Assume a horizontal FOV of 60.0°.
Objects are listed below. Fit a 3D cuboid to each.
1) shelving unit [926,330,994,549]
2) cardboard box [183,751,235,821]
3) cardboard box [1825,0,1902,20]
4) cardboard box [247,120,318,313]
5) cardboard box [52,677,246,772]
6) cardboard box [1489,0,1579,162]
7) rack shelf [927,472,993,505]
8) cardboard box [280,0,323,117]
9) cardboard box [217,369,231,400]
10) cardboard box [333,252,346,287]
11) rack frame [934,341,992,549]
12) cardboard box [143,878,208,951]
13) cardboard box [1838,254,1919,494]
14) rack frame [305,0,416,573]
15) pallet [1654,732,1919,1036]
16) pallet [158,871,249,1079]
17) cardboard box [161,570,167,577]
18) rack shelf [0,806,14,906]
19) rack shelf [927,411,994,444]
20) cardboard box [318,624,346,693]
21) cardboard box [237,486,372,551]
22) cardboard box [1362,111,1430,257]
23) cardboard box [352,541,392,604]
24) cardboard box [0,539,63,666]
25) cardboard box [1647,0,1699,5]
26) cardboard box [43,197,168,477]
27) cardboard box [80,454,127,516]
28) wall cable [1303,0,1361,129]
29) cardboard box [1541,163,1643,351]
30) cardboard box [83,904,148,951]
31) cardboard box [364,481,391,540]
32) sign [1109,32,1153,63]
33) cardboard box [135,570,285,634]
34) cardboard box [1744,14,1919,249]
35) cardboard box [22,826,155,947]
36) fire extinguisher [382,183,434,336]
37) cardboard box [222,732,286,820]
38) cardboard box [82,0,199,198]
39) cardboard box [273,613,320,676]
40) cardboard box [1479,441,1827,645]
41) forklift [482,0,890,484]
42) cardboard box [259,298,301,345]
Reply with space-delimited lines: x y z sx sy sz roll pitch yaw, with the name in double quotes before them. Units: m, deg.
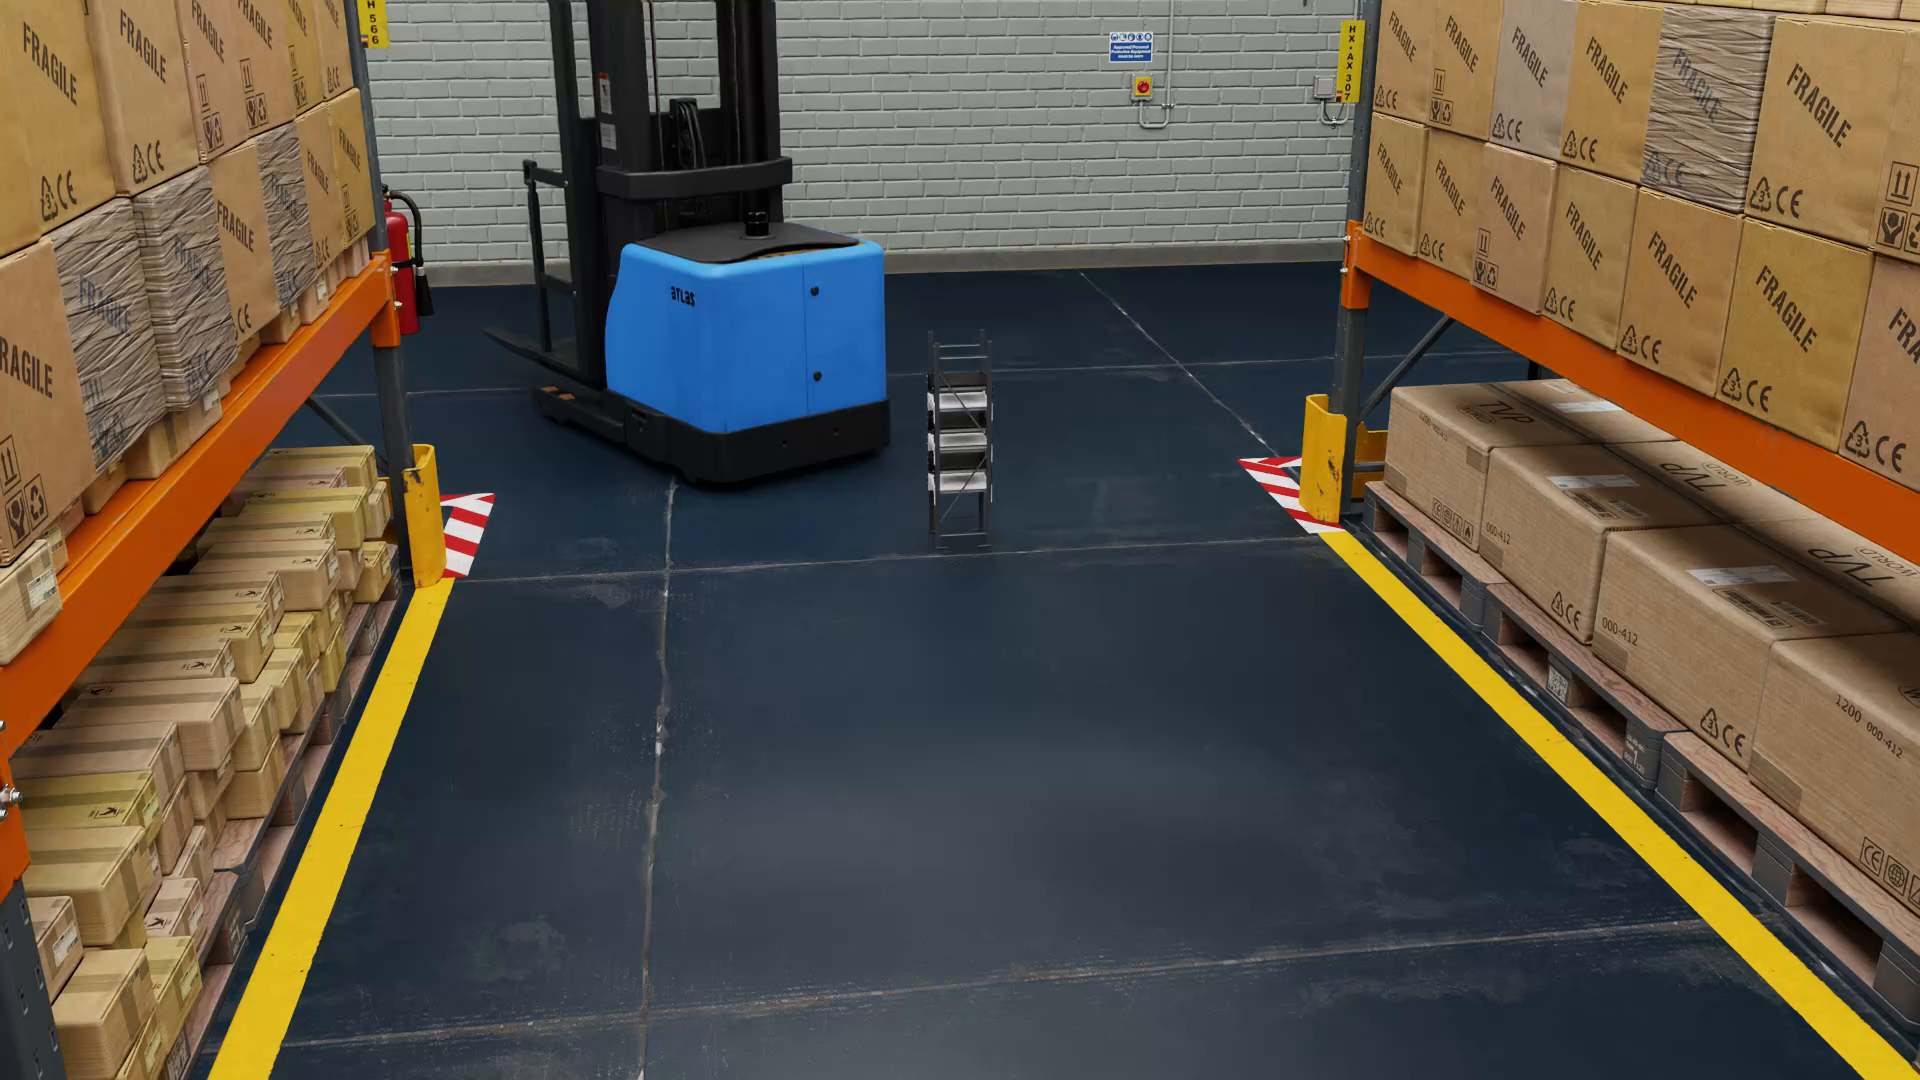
"shelving unit" -0.001 -0.424 7.066 0.258 0.900 0.210 -3 21 -8
"cardboard box" -2.131 0.616 4.330 0.380 0.149 0.250 -2 21 -5
"cardboard box" 2.366 -1.351 4.048 0.380 0.149 0.250 -3 21 -8
"cardboard box" -2.252 -0.961 4.935 0.500 0.500 0.500 -3 21 -8
"cardboard box" -2.074 0.479 4.271 0.380 0.149 0.250 -2 21 -7
"cardboard box" 2.111 -1.534 5.465 0.500 0.500 0.500 -3 21 -8
"rack shelf" -0.001 -0.225 7.141 0.258 0.077 0.200 -3 21 -8
"cardboard box" -2.338 -1.605 5.228 0.500 0.500 0.500 -4 21 -10
"cardboard box" -2.186 -0.427 4.432 0.380 0.149 0.250 -2 21 -6
"cardboard box" -2.398 -0.967 5.878 0.380 0.149 0.250 -3 21 -8
"rack frame" 0.014 -0.389 6.972 0.240 0.900 0.006 -3 21 -8
"cardboard box" -2.007 0.934 3.902 0.380 0.149 0.250 -3 21 -8
"cardboard box" 2.417 -0.366 3.765 0.500 0.500 0.500 -3 21 -7
"rack frame" -2.724 -1.271 6.333 1.000 3.000 0.127 -3 21 -8
"pallet" 2.705 0.868 4.591 1.003 0.211 1.213 -3 21 -8
"pallet" -2.279 1.189 3.731 1.003 0.211 1.213 -3 21 -8
"cardboard box" -2.798 0.052 5.414 0.380 0.149 0.250 -4 21 -10
"rack shelf" -1.859 1.143 0.897 1.077 0.370 4.000 -3 21 -8
"rack shelf" -0.001 -0.477 7.046 0.258 0.077 0.200 -3 21 -8
"cardboard box" -2.204 0.389 5.362 0.380 0.149 0.250 -4 21 -10
"cardboard box" -2.254 -0.068 5.734 0.380 0.149 0.250 -3 21 -9
"cardboard box" 1.945 -1.422 6.594 0.500 0.500 0.500 -3 21 -8
"cardboard box" -2.304 0.123 6.074 0.380 0.149 0.250 -2 21 -6
"cardboard box" -1.864 0.117 2.976 0.380 0.149 0.250 -2 21 -6
"cardboard box" 2.205 -1.611 4.743 0.380 0.149 0.250 -3 21 -8
"cardboard box" -2.047 -0.428 3.507 0.500 0.500 0.500 -3 21 -8
"cardboard box" -2.099 -0.153 3.698 0.380 0.149 0.250 -4 21 -10
"wall cable" 2.726 -4.059 12.344 0.588 1.984 0.122 -3 21 -8
"cardboard box" 2.190 -0.899 5.193 0.500 0.500 0.500 -2 21 -6
"cardboard box" -2.008 0.888 3.600 0.380 0.149 0.250 -3 21 -7
"cardboard box" -2.365 -0.104 6.256 0.380 0.149 0.250 -3 21 -9
"sign" 1.268 -3.653 12.322 0.327 0.218 0.001 -3 21 -8
"cardboard box" -2.257 0.212 4.985 0.380 0.149 0.250 -4 21 -10
"cardboard box" 2.330 -1.012 4.067 0.500 0.500 0.500 -3 21 -9
"cardboard box" -1.973 0.745 3.557 0.380 0.149 0.250 -2 21 -5
"fire extinguisher" -2.303 -1.171 6.708 0.296 0.674 0.183 -3 21 -8
"cardboard box" -2.109 0.663 4.629 0.380 0.149 0.250 -3 21 -9
"cardboard box" -2.103 -1.064 3.782 0.500 0.500 0.500 -3 21 -7
"cardboard box" -2.182 0.344 5.056 0.380 0.149 0.250 -2 21 -5
"cardboard box" 2.495 -0.013 6.025 0.875 0.438 0.875 -2 21 -6
"forklift" -1.658 -2.082 8.601 1.130 2.935 3.031 -16 26 -36
"cardboard box" -2.278 -0.701 5.165 0.380 0.149 0.250 -4 21 -10
